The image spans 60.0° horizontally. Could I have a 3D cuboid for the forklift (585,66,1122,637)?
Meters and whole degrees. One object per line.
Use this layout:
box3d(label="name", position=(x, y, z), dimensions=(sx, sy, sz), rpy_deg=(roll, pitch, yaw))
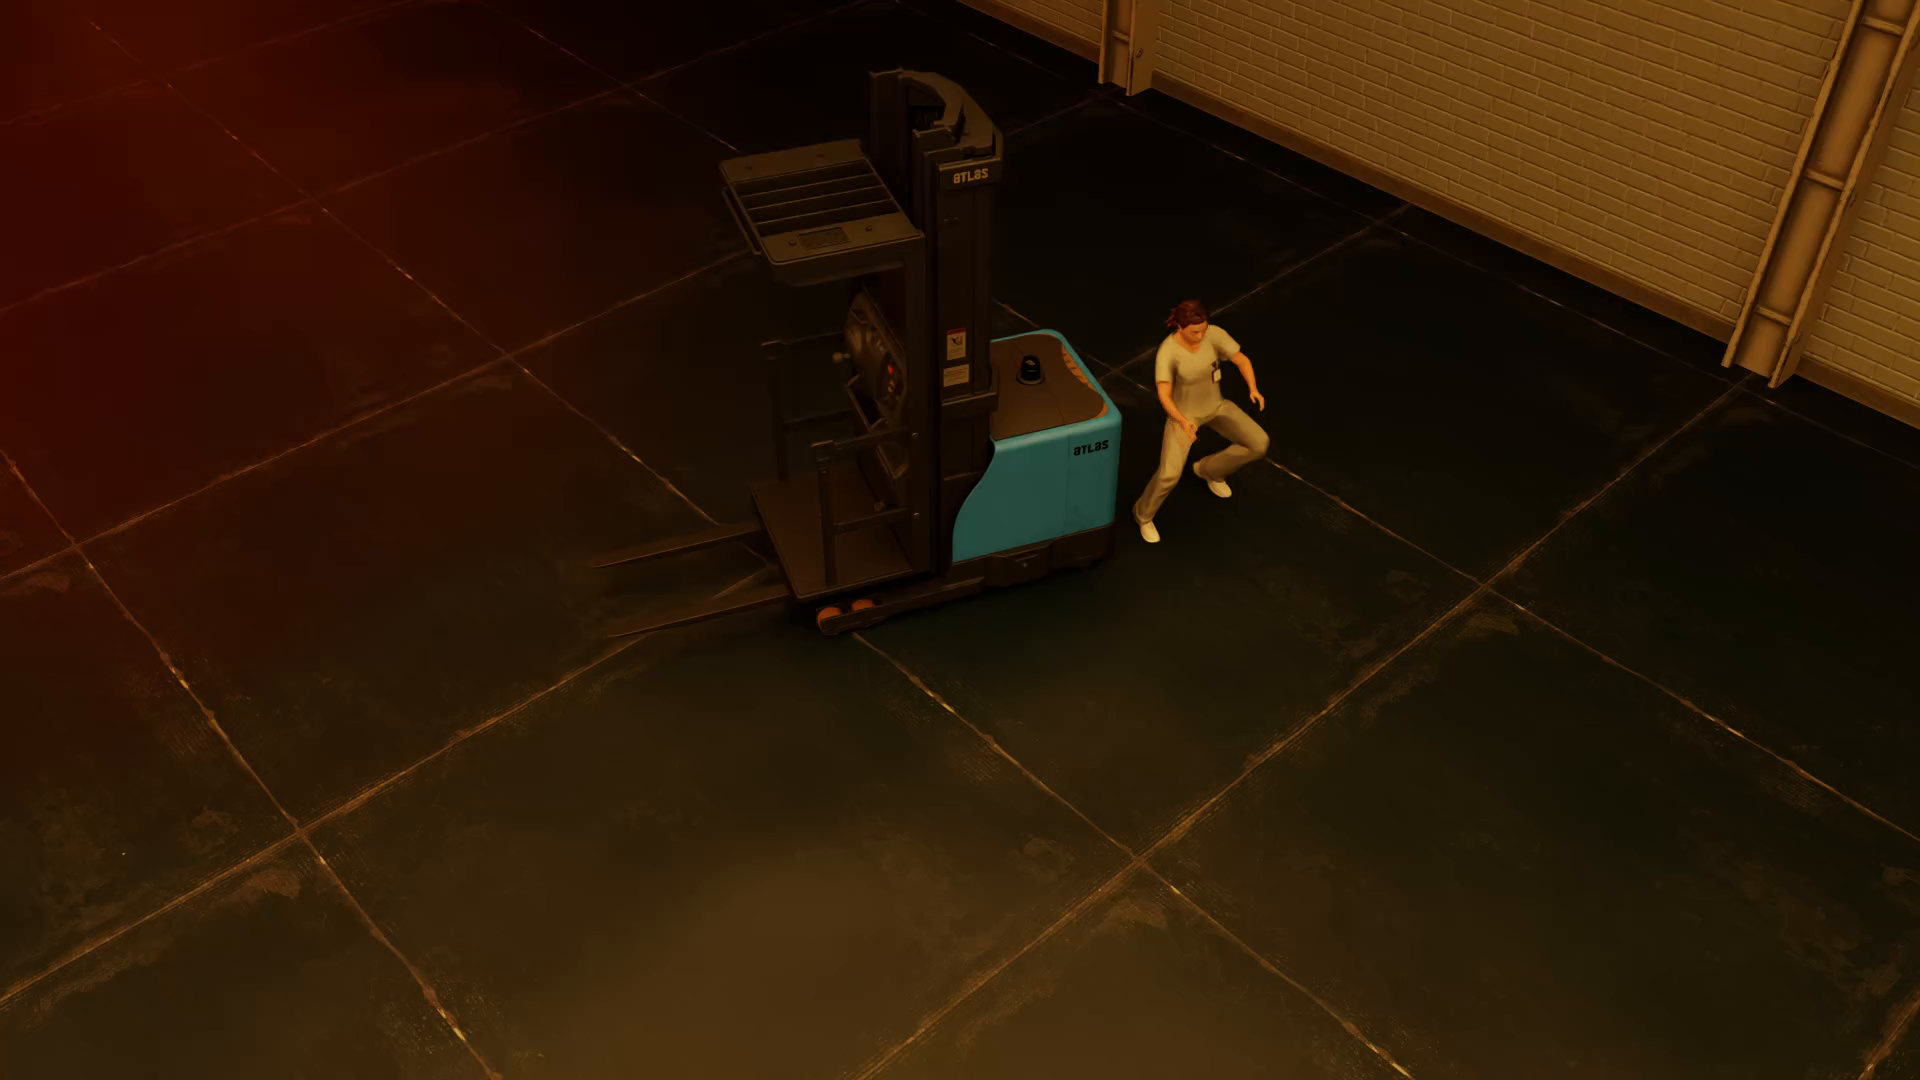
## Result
box3d(label="forklift", position=(-0.643, -0.954, 9.015), dimensions=(3.031, 2.935, 1.130), rpy_deg=(-14, 43, -15))

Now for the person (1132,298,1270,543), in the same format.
box3d(label="person", position=(1.442, -0.724, 9.864), dimensions=(0.807, 1.479, 0.737), rpy_deg=(-17, 44, -19))
